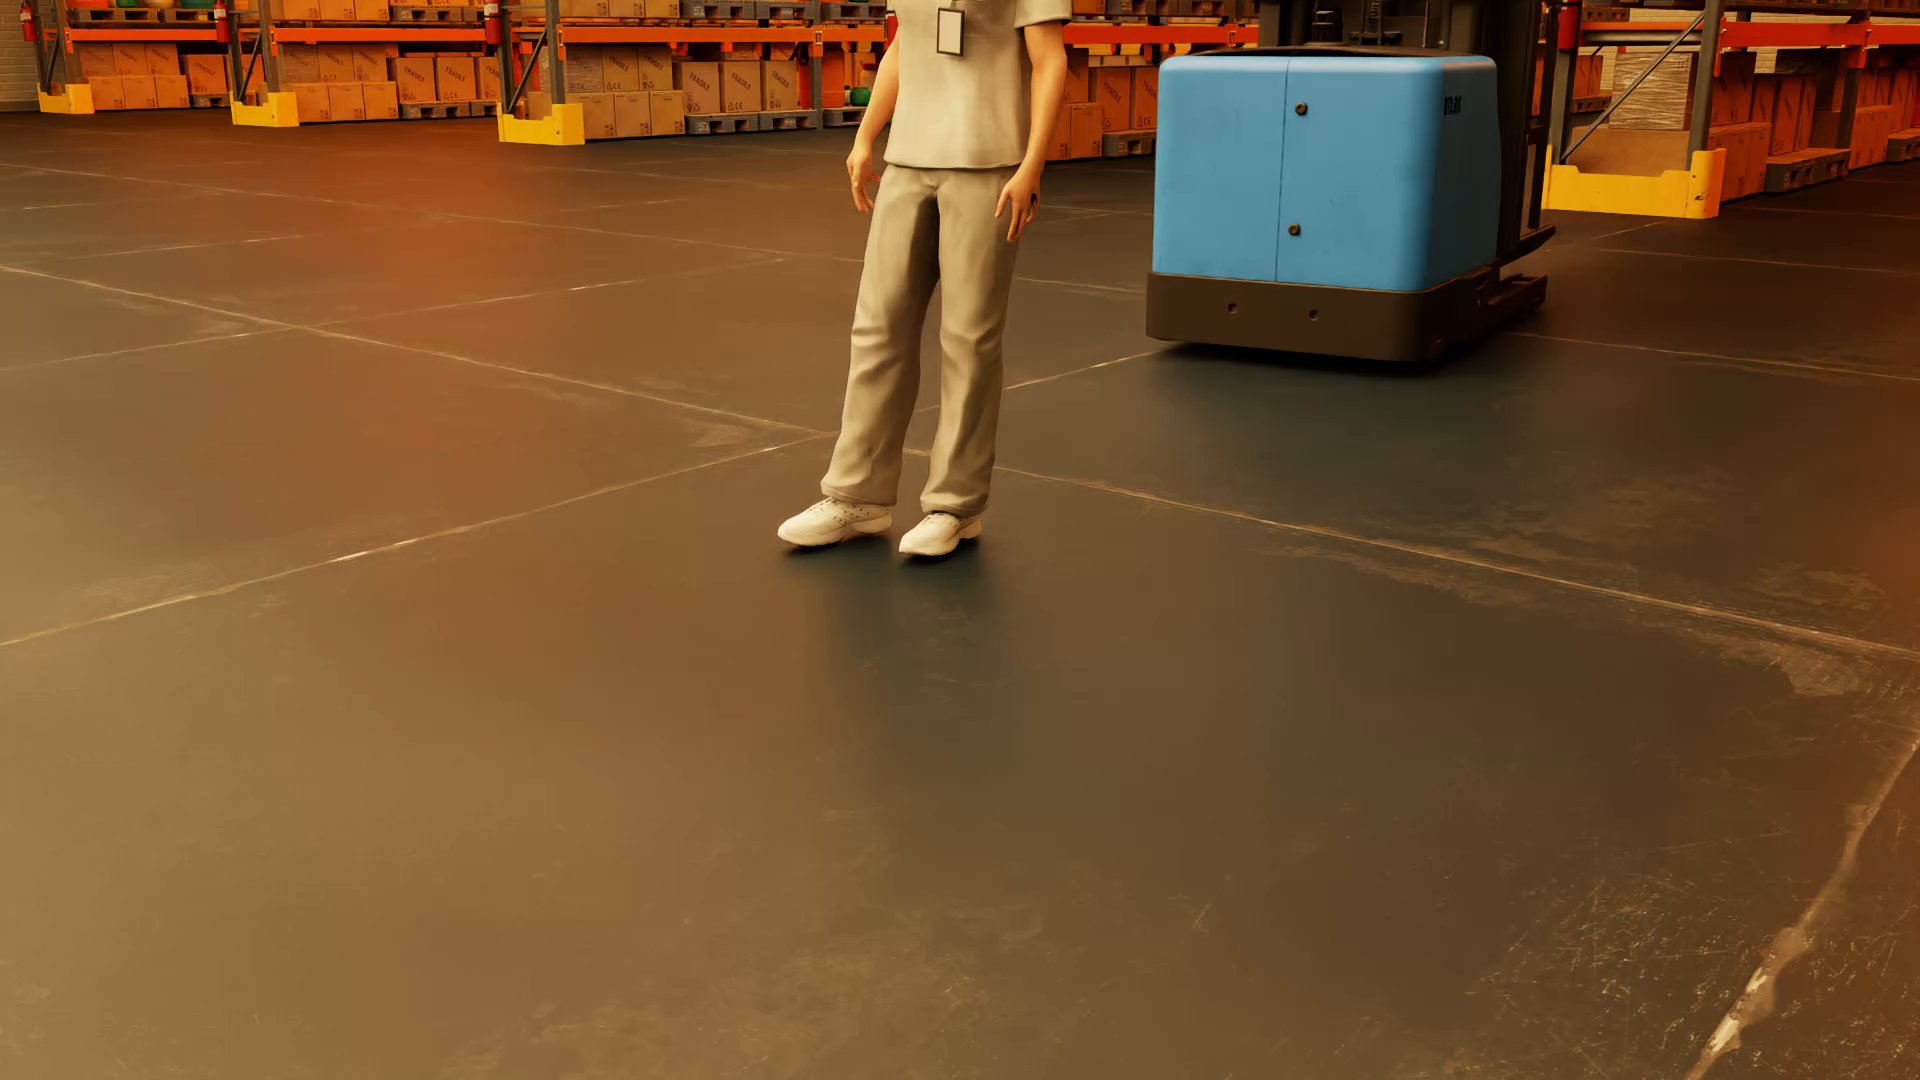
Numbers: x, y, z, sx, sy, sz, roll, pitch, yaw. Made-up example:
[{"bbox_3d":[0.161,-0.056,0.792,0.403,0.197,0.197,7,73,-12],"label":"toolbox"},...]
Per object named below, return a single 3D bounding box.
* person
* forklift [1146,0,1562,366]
[{"bbox_3d":[-0.057,-0.795,3.650,0.549,1.675,0.549,13,21,37],"label":"person"},{"bbox_3d":[1.878,-2.390,6.768,1.130,2.935,3.031,10,19,29],"label":"forklift"}]
